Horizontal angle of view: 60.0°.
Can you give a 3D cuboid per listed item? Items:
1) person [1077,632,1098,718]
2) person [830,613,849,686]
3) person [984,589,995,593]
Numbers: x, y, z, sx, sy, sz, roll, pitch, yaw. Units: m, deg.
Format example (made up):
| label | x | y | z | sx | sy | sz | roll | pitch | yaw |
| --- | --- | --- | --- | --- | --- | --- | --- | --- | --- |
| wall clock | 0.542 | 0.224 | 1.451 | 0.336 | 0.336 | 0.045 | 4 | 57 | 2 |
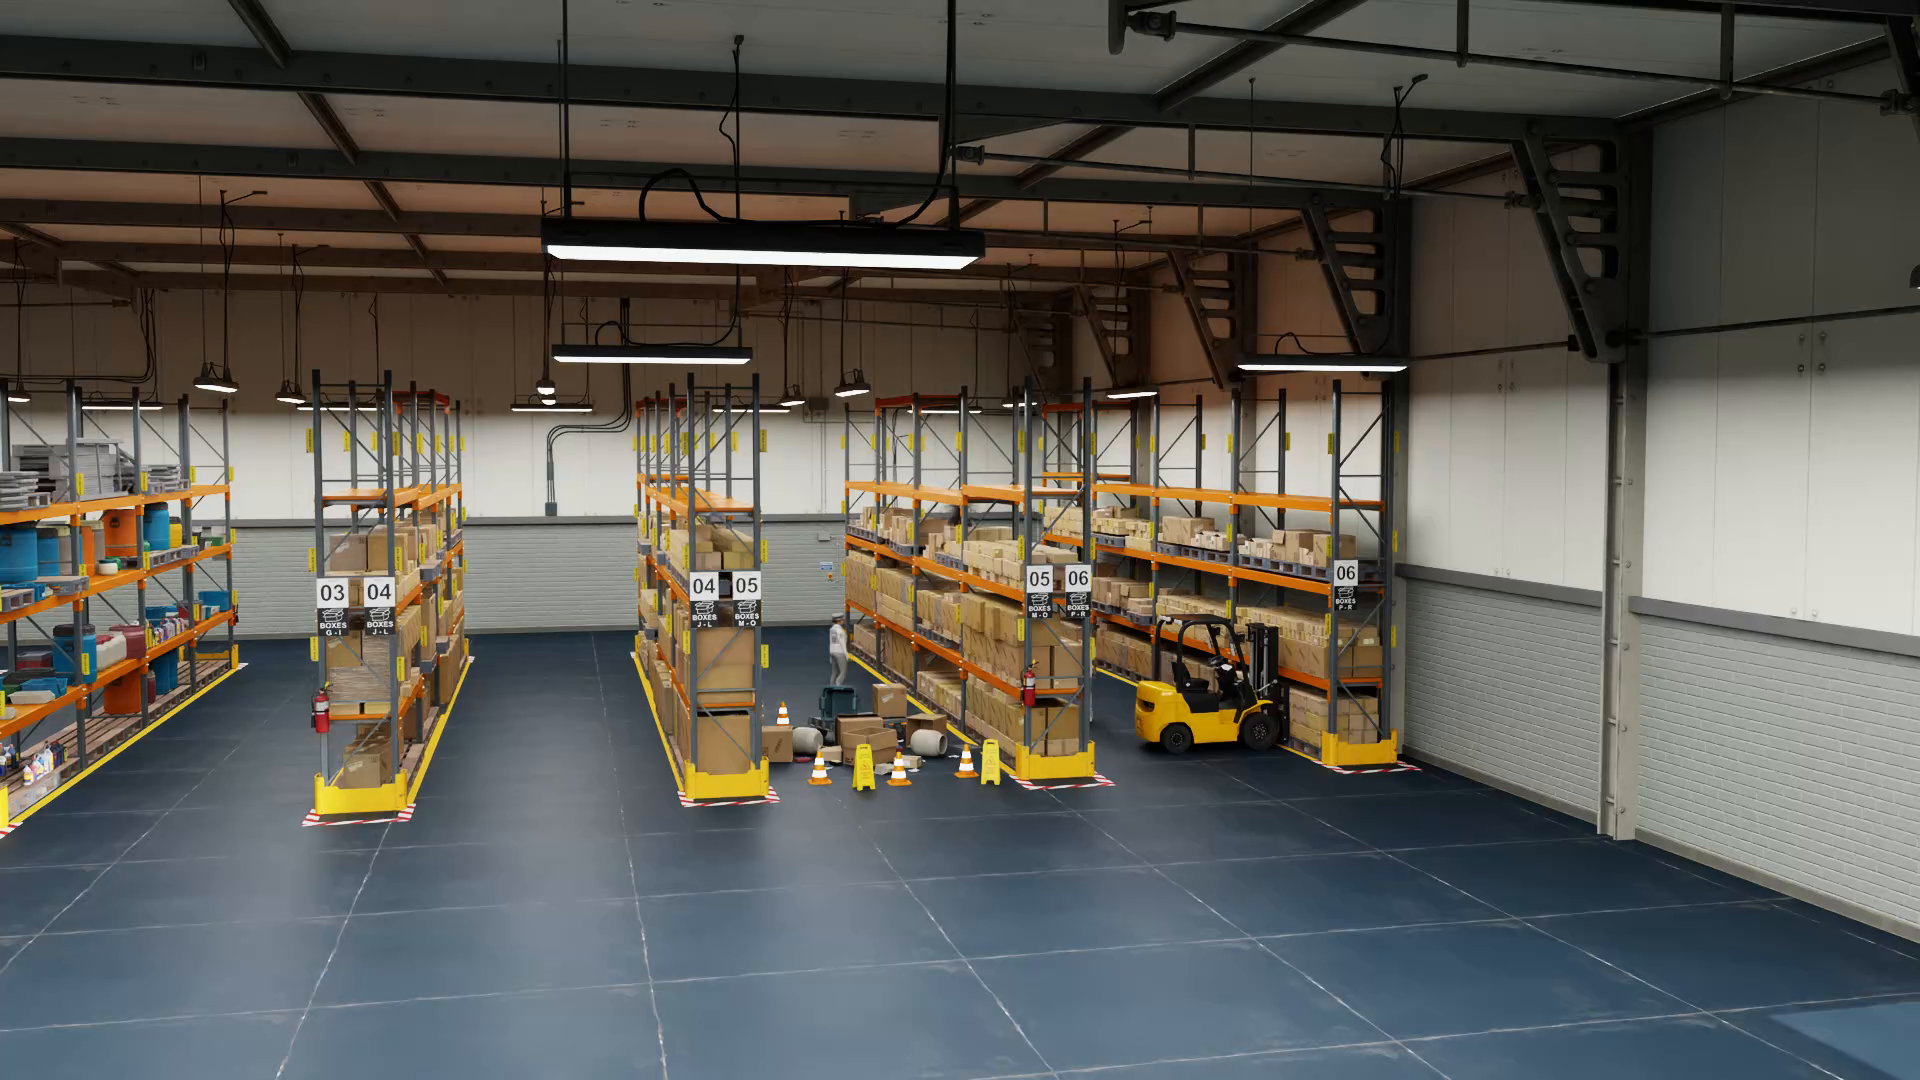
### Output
| label | x | y | z | sx | sy | sz | roll | pitch | yaw |
| --- | --- | --- | --- | --- | --- | --- | --- | --- | --- |
| person | 2.225 | 2.470 | 30.210 | 0.603 | 1.675 | 0.637 | -1 | 3 | -15 |
| person | -2.400 | 2.271 | 32.666 | 0.382 | 1.683 | 0.488 | -2 | 4 | -27 |
| person | 0.684 | 1.748 | 40.820 | 0.613 | 1.798 | 0.377 | 3 | 4 | 41 |
